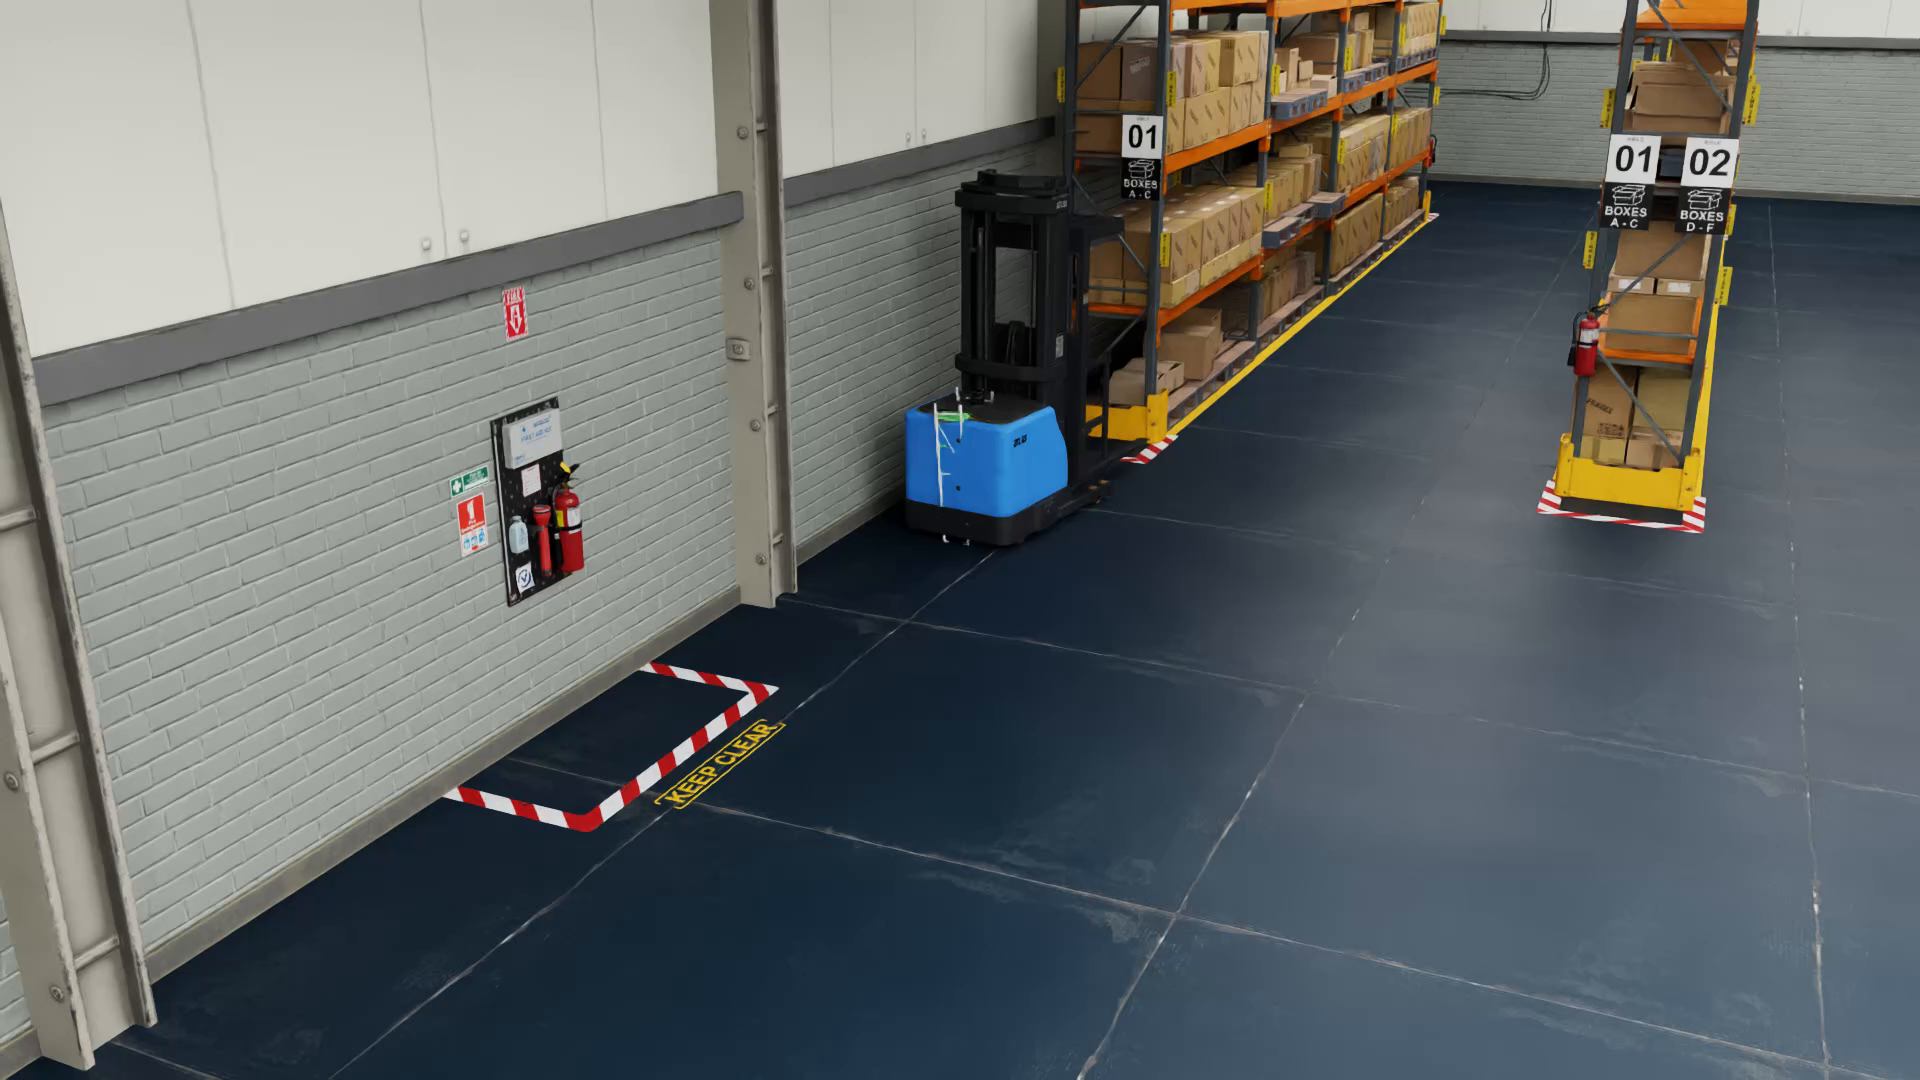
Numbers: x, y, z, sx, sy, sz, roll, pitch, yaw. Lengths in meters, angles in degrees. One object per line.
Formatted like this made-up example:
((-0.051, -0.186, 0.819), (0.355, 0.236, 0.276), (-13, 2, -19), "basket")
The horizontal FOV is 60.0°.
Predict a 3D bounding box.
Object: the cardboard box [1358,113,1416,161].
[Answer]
((7.229, -6.900, 28.446), (0.980, 0.700, 0.700), (7, 21, 20), "cardboard box")

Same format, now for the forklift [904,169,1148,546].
((0.733, -1.776, 14.590), (1.130, 2.935, 3.031), (12, 23, 30), "forklift")

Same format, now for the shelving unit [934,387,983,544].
((0.025, -0.626, 13.894), (0.258, 1.200, 0.503), (5, 22, 21), "shelving unit")

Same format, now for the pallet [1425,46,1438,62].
((7.743, -8.515, 29.090), (1.003, 0.211, 1.213), (9, 21, 23), "pallet")

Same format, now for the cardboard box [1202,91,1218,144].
((2.312, -4.337, 17.030), (0.500, 0.500, 0.500), (10, 22, 25), "cardboard box")

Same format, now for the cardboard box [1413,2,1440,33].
((7.987, -9.051, 28.795), (0.500, 0.500, 0.500), (8, 21, 23), "cardboard box")

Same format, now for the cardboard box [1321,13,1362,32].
((5.707, -7.748, 24.876), (0.500, 0.250, 0.500), (8, 21, 21), "cardboard box")

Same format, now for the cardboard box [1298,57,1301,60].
((4.257, -6.207, 22.290), (0.500, 0.500, 0.500), (9, 21, 23), "cardboard box")

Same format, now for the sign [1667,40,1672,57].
((10.422, -7.199, 24.487), (0.100, 0.325, 0.005), (9, 21, 23), "sign")

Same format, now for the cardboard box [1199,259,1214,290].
((2.389, -2.840, 17.673), (0.500, 0.250, 0.500), (8, 21, 22), "cardboard box")

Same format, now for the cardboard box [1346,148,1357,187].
((5.417, -5.395, 24.038), (0.500, 0.500, 0.500), (9, 22, 24), "cardboard box")

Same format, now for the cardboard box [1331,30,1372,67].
((5.770, -7.383, 24.971), (0.700, 0.500, 0.500), (8, 21, 22), "cardboard box")

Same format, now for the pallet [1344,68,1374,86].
((5.432, -6.797, 24.408), (1.003, 0.211, 1.213), (10, 22, 25), "pallet")

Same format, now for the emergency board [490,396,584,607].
((-2.521, -0.229, 10.135), (0.194, 1.169, 0.643), (9, 21, 23), "emergency board")

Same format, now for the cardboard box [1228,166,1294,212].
((3.840, -4.484, 21.294), (0.700, 0.500, 0.500), (12, 23, 30), "cardboard box")

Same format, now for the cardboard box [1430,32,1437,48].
((7.980, -8.699, 28.923), (0.500, 0.250, 0.500), (9, 22, 24), "cardboard box")

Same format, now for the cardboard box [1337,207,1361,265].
((5.547, -4.585, 24.965), (0.750, 0.750, 0.750), (8, 21, 22), "cardboard box")

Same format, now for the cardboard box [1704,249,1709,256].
((6.994, -2.715, 16.008), (0.380, 0.149, 0.250), (9, 21, 23), "cardboard box")

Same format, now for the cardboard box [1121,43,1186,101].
((1.865, -4.506, 16.014), (0.500, 0.500, 0.500), (7, 21, 19), "cardboard box")

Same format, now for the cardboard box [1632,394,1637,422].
((6.560, -1.369, 16.818), (0.500, 0.250, 0.500), (9, 21, 23), "cardboard box")

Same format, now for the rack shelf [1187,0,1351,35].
((3.943, -6.614, 20.806), (1.077, 0.370, 4.000), (9, 21, 23), "rack shelf")

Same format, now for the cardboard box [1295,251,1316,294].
((4.514, -3.728, 23.049), (0.700, 0.500, 0.500), (9, 21, 23), "cardboard box")

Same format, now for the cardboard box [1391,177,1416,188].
((7.852, -6.327, 29.418), (0.380, 0.149, 0.250), (9, 22, 24), "cardboard box")

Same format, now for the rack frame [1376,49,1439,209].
((8.038, -7.371, 30.220), (1.000, 3.000, 0.127), (9, 21, 23), "rack frame")

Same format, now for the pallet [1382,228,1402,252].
((6.782, -5.056, 27.872), (1.003, 0.211, 1.213), (9, 21, 23), "pallet")

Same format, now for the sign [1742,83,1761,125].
((6.510, -3.586, 13.677), (0.100, 0.325, 0.005), (9, 21, 23), "sign")

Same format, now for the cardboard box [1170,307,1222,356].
((2.735, -2.410, 19.342), (0.500, 0.500, 0.500), (7, 21, 19), "cardboard box")

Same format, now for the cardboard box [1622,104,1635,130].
((6.237, -3.796, 15.079), (0.500, 0.250, 0.500), (9, 21, 23), "cardboard box")

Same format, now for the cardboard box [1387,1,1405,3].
((7.518, -9.122, 28.995), (0.500, 0.500, 0.500), (8, 21, 21), "cardboard box")

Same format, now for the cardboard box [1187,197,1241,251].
((2.797, -3.502, 18.415), (0.500, 0.500, 0.500), (8, 21, 21), "cardboard box")

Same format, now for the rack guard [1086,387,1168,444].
((1.517, -1.326, 16.951), (1.175, 0.500, 0.348), (9, 21, 23), "rack guard")

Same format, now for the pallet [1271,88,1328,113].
((3.895, -5.519, 20.816), (1.213, 0.211, 1.003), (9, 21, 23), "pallet")

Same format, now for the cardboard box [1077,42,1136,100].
((1.424, -4.589, 16.248), (0.500, 0.500, 0.500), (10, 22, 25), "cardboard box")

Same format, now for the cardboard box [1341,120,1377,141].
((6.015, -6.210, 25.211), (0.500, 0.250, 0.500), (9, 21, 24), "cardboard box")

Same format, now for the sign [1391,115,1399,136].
((6.899, -6.585, 26.400), (0.100, 0.325, 0.005), (9, 21, 23), "sign")

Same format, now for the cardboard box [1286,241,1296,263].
((4.224, -3.916, 22.458), (0.500, 0.250, 0.500), (9, 21, 24), "cardboard box")

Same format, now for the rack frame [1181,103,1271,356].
((3.124, -3.703, 19.905), (1.000, 3.000, 0.127), (9, 21, 23), "rack frame")

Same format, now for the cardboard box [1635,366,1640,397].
((6.557, -1.723, 16.693), (0.500, 0.500, 0.500), (9, 21, 23), "cardboard box")

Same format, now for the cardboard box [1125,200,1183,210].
((2.114, -3.411, 18.158), (0.500, 0.500, 0.500), (9, 21, 23), "cardboard box")

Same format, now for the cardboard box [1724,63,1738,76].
((9.430, -5.846, 21.304), (0.910, 0.500, 0.500), (9, 21, 23), "cardboard box")

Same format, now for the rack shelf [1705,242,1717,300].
((8.463, -3.297, 19.836), (1.077, 0.370, 4.000), (9, 21, 23), "rack shelf")

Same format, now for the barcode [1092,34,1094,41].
((1.320, -4.980, 16.482), (0.001, 0.075, 0.075), (9, 21, 23), "barcode")

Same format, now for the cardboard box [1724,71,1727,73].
((9.148, -5.641, 20.475), (0.500, 0.250, 0.500), (7, 21, 19), "cardboard box")

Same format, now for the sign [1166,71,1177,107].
((1.981, -4.231, 15.608), (0.100, 0.325, 0.005), (9, 21, 23), "sign")

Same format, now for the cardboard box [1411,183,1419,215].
((7.842, -6.164, 29.928), (0.700, 0.500, 0.500), (9, 21, 23), "cardboard box")

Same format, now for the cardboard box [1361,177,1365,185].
((5.959, -5.515, 25.345), (0.380, 0.149, 0.250), (8, 21, 21), "cardboard box")

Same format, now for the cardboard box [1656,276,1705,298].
((6.364, -2.245, 14.687), (0.380, 0.149, 0.250), (8, 21, 22), "cardboard box")

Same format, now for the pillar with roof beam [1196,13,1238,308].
((7.368, -6.883, 19.893), (9.100, 9.000, 0.400), (9, 21, 23), "pillar with roof beam")

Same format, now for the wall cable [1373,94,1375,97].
((7.699, -8.371, 31.515), (0.084, 1.984, 1.851), (9, 21, 23), "wall cable")

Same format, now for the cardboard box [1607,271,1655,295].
((5.989, -2.297, 14.835), (0.380, 0.149, 0.250), (8, 21, 22), "cardboard box")

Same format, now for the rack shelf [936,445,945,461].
((0.014, -0.790, 13.831), (0.258, 0.148, 0.480), (5, 22, 21), "rack shelf")

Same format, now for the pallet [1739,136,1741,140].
((6.818, -3.760, 15.721), (1.003, 0.211, 1.213), (9, 21, 23), "pallet")

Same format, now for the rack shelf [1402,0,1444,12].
((7.219, -9.059, 27.683), (1.077, 0.370, 4.000), (9, 21, 23), "rack shelf")

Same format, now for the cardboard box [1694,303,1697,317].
((6.629, -2.302, 15.816), (0.700, 0.500, 0.500), (9, 21, 23), "cardboard box")
